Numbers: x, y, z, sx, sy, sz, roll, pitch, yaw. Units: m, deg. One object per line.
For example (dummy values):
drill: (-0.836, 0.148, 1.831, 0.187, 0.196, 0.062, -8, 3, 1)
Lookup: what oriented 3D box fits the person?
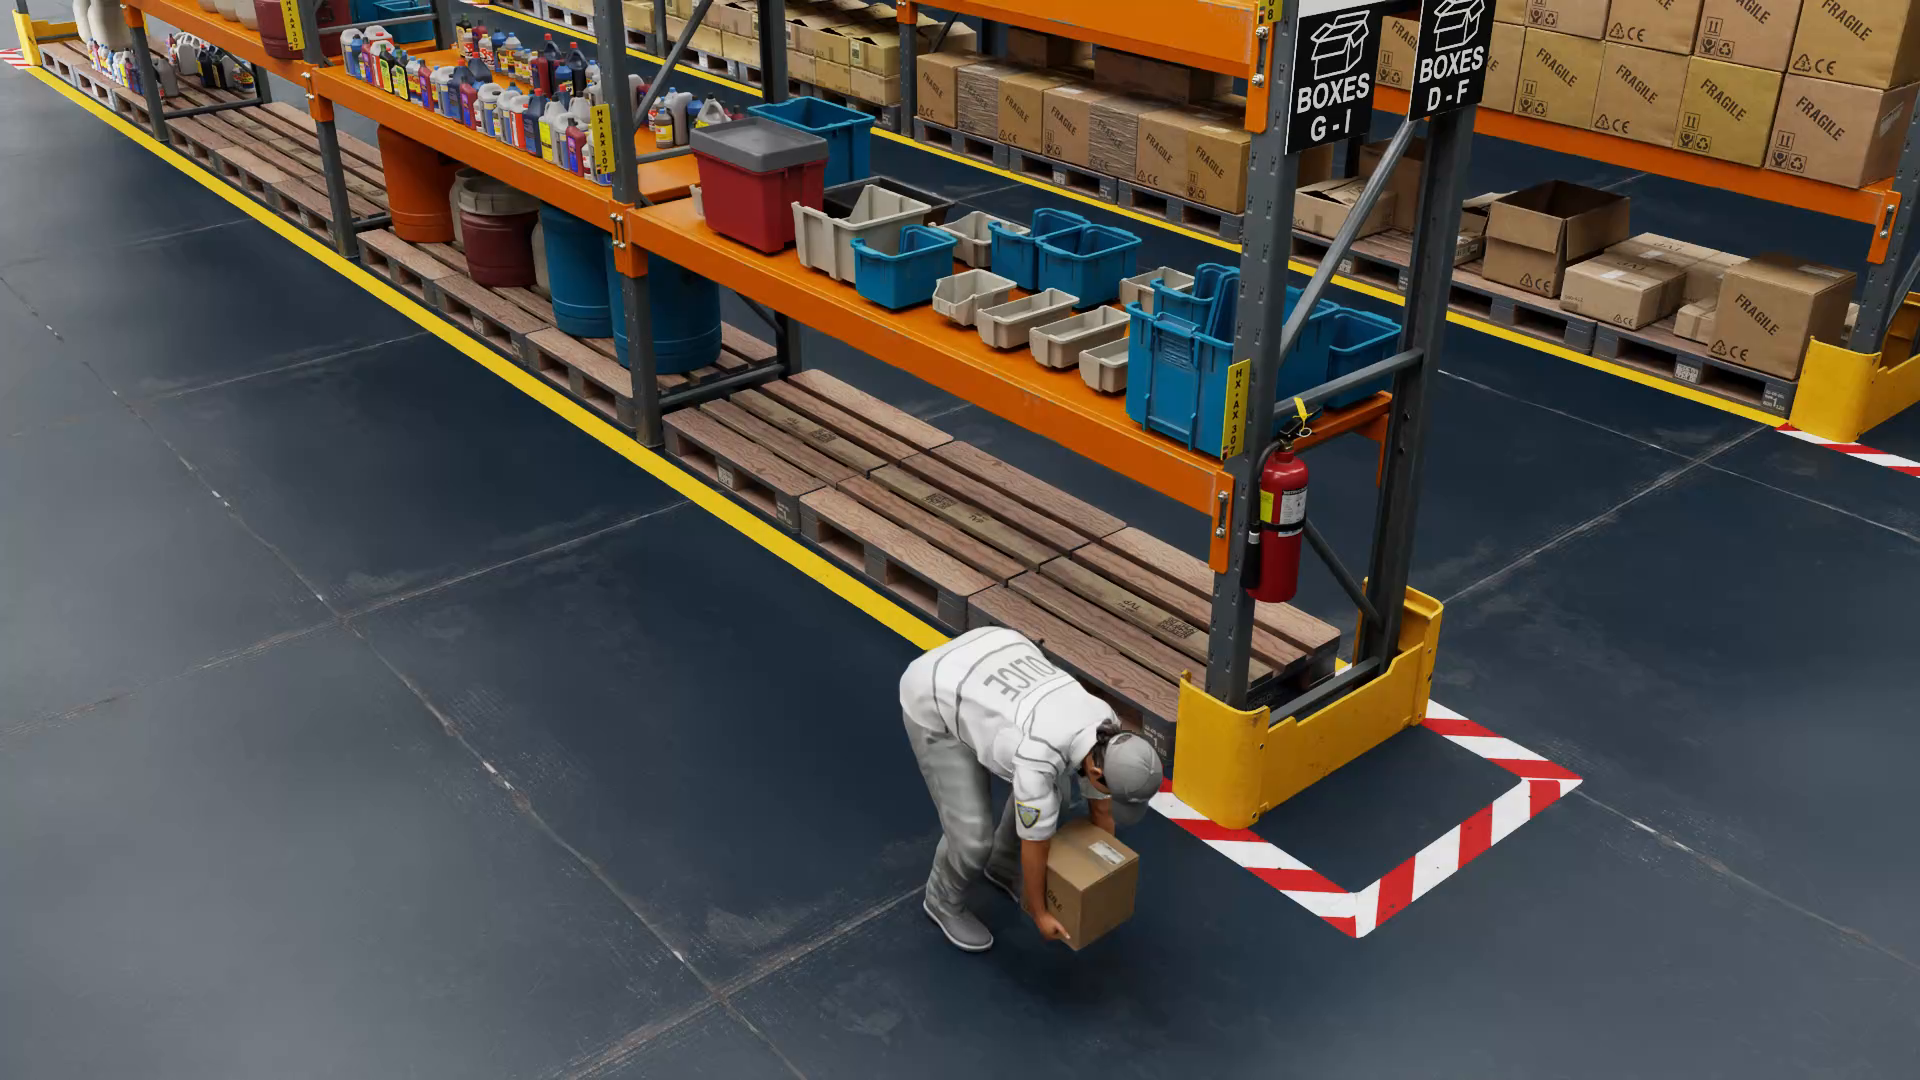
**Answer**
person: (0.090, 0.502, 5.187, 0.564, 1.665, 0.471, -25, 37, -38)
